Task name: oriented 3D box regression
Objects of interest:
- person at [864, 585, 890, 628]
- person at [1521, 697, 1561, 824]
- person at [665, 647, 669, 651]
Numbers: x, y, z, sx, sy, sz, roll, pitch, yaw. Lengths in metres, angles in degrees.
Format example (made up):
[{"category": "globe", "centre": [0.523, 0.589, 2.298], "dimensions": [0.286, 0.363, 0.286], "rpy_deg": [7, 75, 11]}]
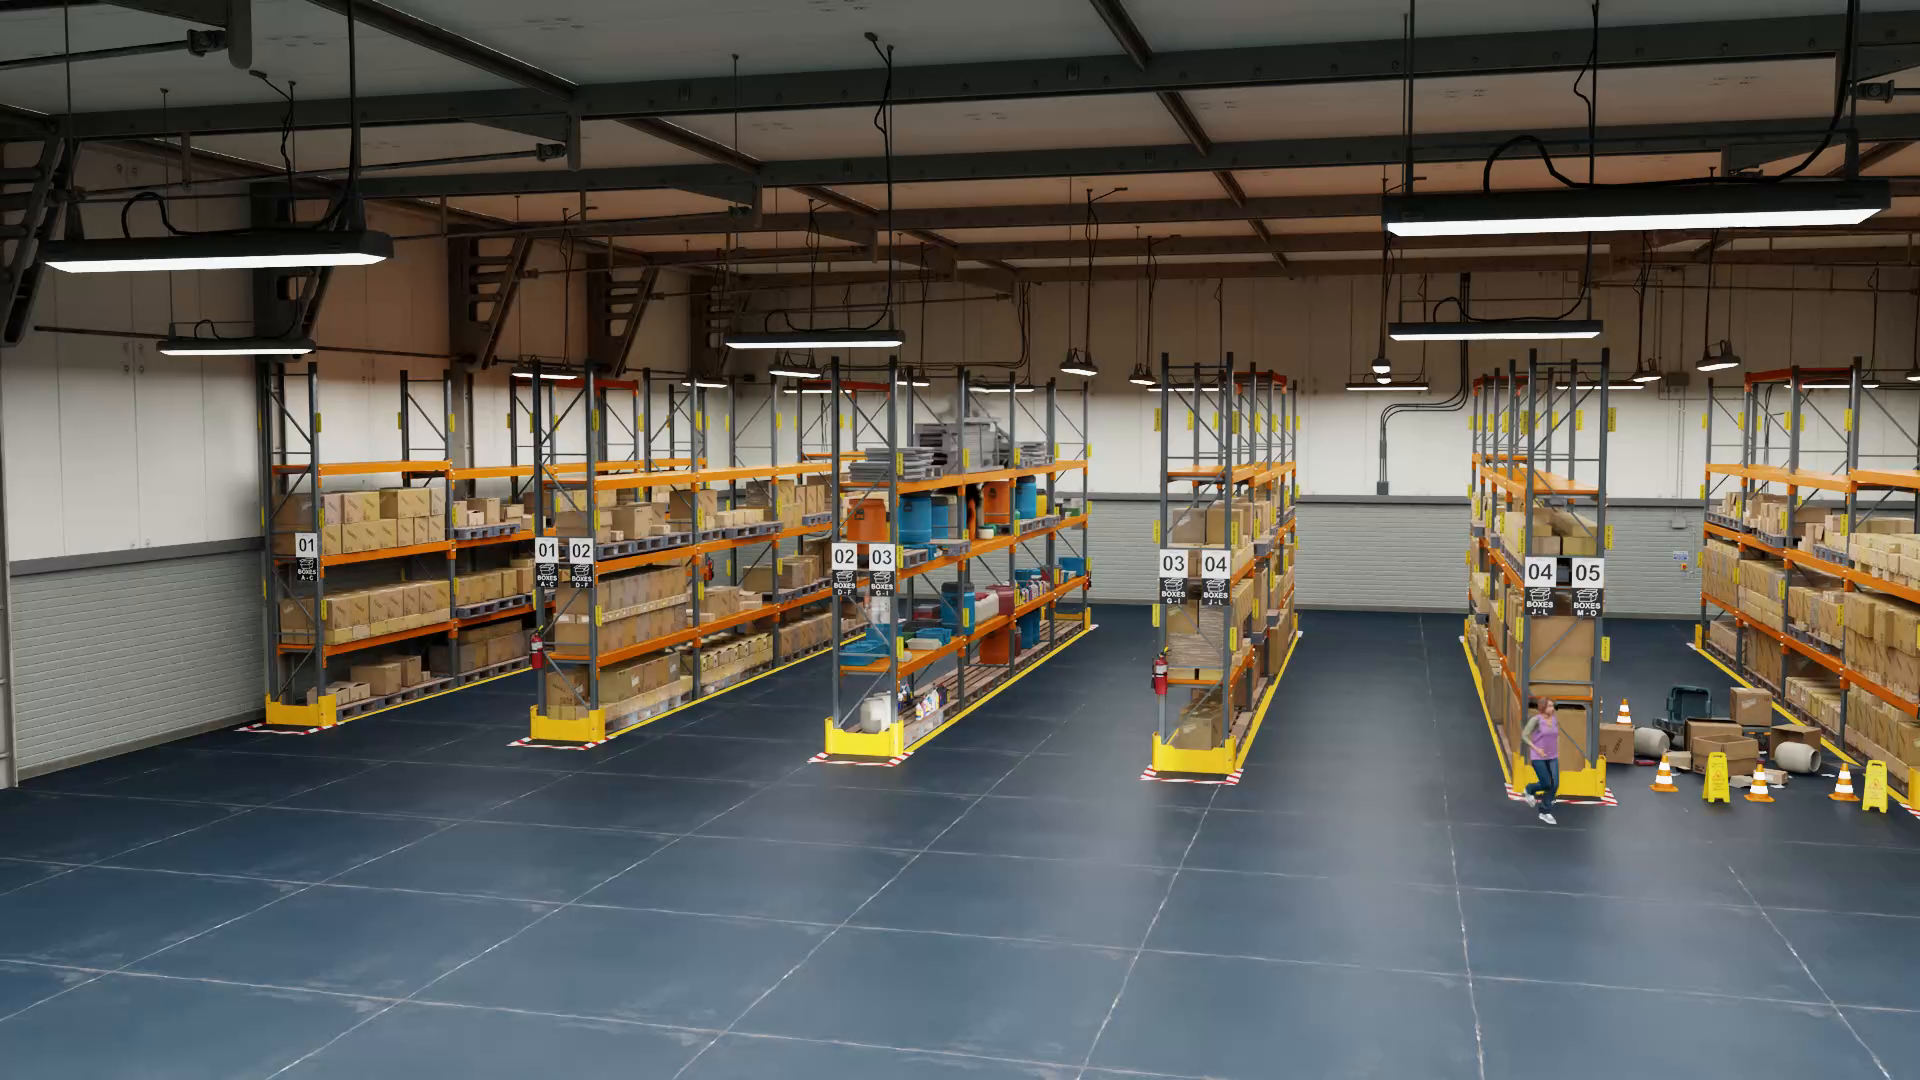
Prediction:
[{"category": "person", "centre": [-1.619, 1.465, 33.755], "dimensions": [0.657, 1.747, 0.594], "rpy_deg": [0, 4, 2]}, {"category": "person", "centre": [7.344, 2.759, 20.997], "dimensions": [0.574, 1.575, 0.556], "rpy_deg": [-1, 4, -17]}, {"category": "person", "centre": [-5.991, 1.765, 33.517], "dimensions": [0.678, 1.747, 0.992], "rpy_deg": [1, 4, 14]}]
